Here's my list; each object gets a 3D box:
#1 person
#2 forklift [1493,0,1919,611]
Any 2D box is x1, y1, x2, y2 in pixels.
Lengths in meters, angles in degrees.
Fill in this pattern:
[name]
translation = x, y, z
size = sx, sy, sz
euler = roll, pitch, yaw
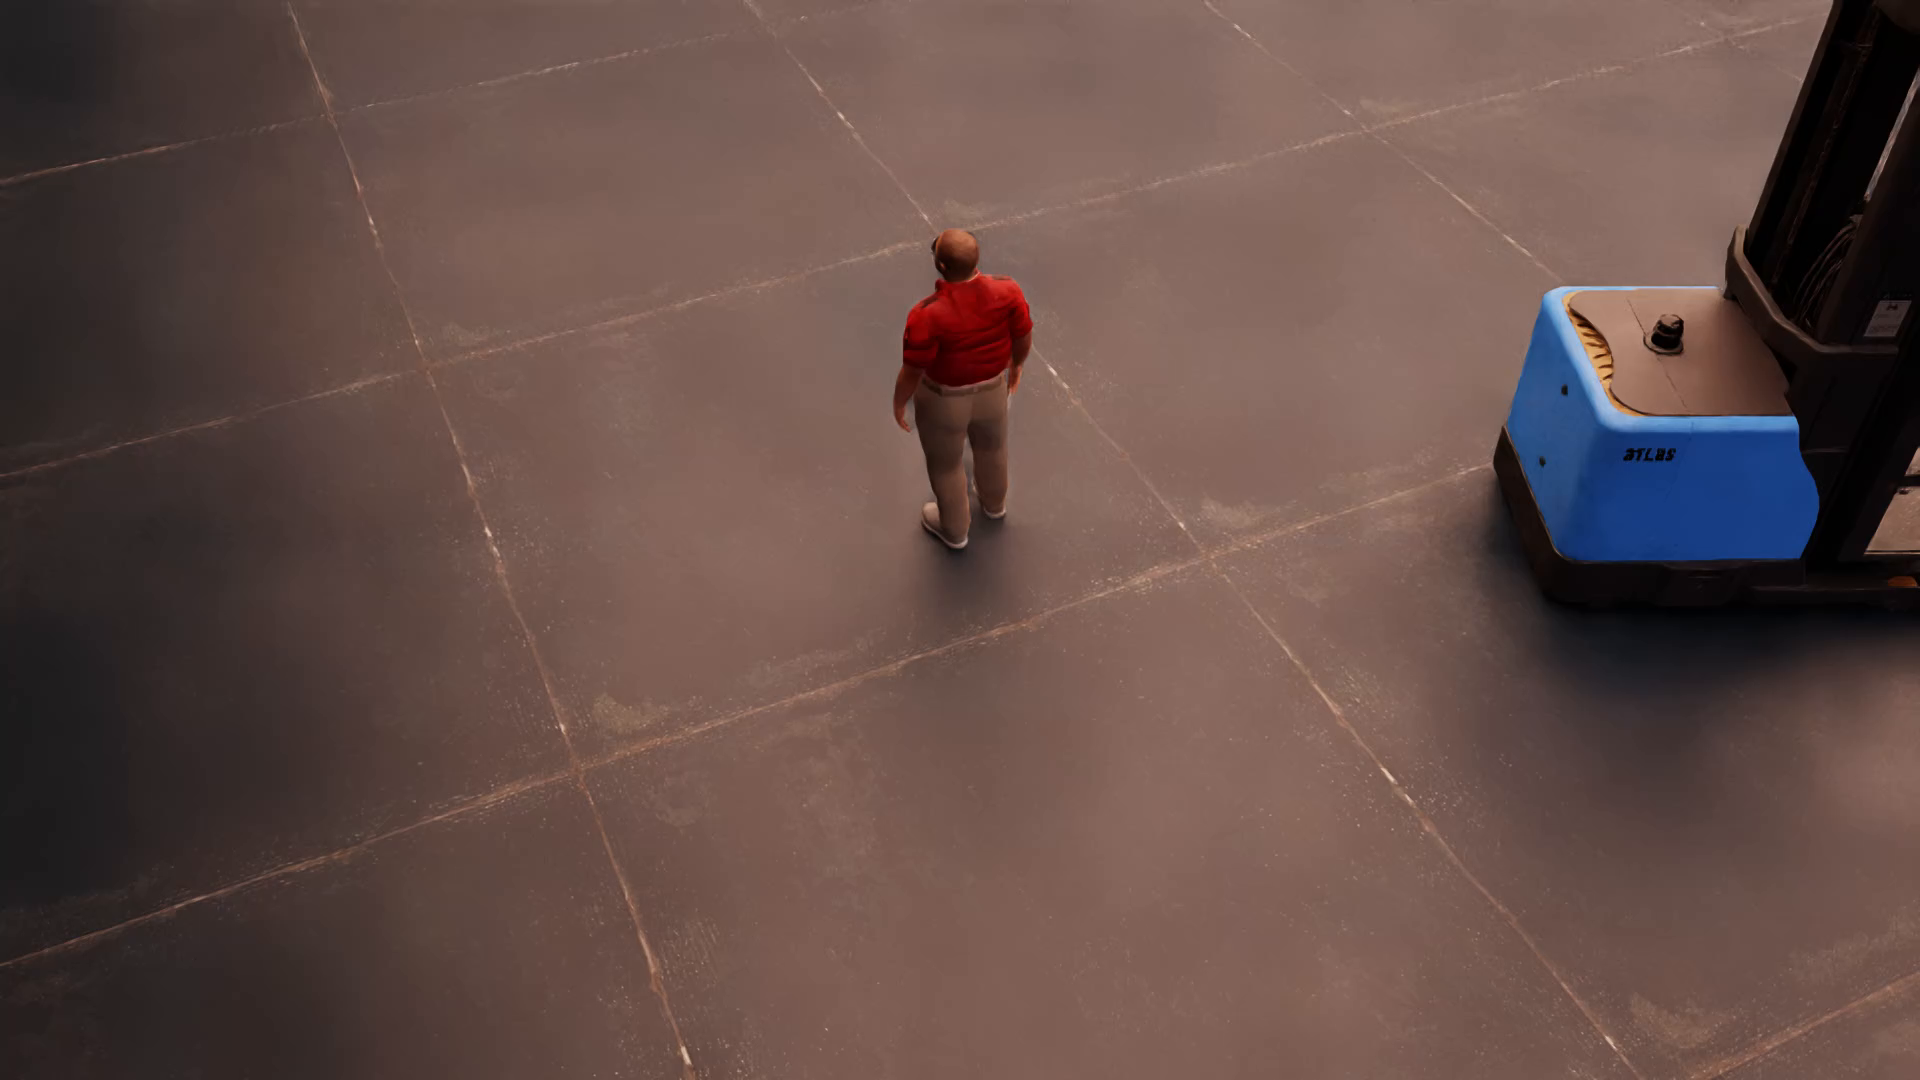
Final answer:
[person]
translation = -0.027, -0.696, 7.297
size = 0.640, 1.727, 0.550
euler = -18, 46, -18
[forklift]
translation = 4.124, -1.116, 6.876
size = 3.031, 2.935, 1.130
euler = -1, 43, -1
